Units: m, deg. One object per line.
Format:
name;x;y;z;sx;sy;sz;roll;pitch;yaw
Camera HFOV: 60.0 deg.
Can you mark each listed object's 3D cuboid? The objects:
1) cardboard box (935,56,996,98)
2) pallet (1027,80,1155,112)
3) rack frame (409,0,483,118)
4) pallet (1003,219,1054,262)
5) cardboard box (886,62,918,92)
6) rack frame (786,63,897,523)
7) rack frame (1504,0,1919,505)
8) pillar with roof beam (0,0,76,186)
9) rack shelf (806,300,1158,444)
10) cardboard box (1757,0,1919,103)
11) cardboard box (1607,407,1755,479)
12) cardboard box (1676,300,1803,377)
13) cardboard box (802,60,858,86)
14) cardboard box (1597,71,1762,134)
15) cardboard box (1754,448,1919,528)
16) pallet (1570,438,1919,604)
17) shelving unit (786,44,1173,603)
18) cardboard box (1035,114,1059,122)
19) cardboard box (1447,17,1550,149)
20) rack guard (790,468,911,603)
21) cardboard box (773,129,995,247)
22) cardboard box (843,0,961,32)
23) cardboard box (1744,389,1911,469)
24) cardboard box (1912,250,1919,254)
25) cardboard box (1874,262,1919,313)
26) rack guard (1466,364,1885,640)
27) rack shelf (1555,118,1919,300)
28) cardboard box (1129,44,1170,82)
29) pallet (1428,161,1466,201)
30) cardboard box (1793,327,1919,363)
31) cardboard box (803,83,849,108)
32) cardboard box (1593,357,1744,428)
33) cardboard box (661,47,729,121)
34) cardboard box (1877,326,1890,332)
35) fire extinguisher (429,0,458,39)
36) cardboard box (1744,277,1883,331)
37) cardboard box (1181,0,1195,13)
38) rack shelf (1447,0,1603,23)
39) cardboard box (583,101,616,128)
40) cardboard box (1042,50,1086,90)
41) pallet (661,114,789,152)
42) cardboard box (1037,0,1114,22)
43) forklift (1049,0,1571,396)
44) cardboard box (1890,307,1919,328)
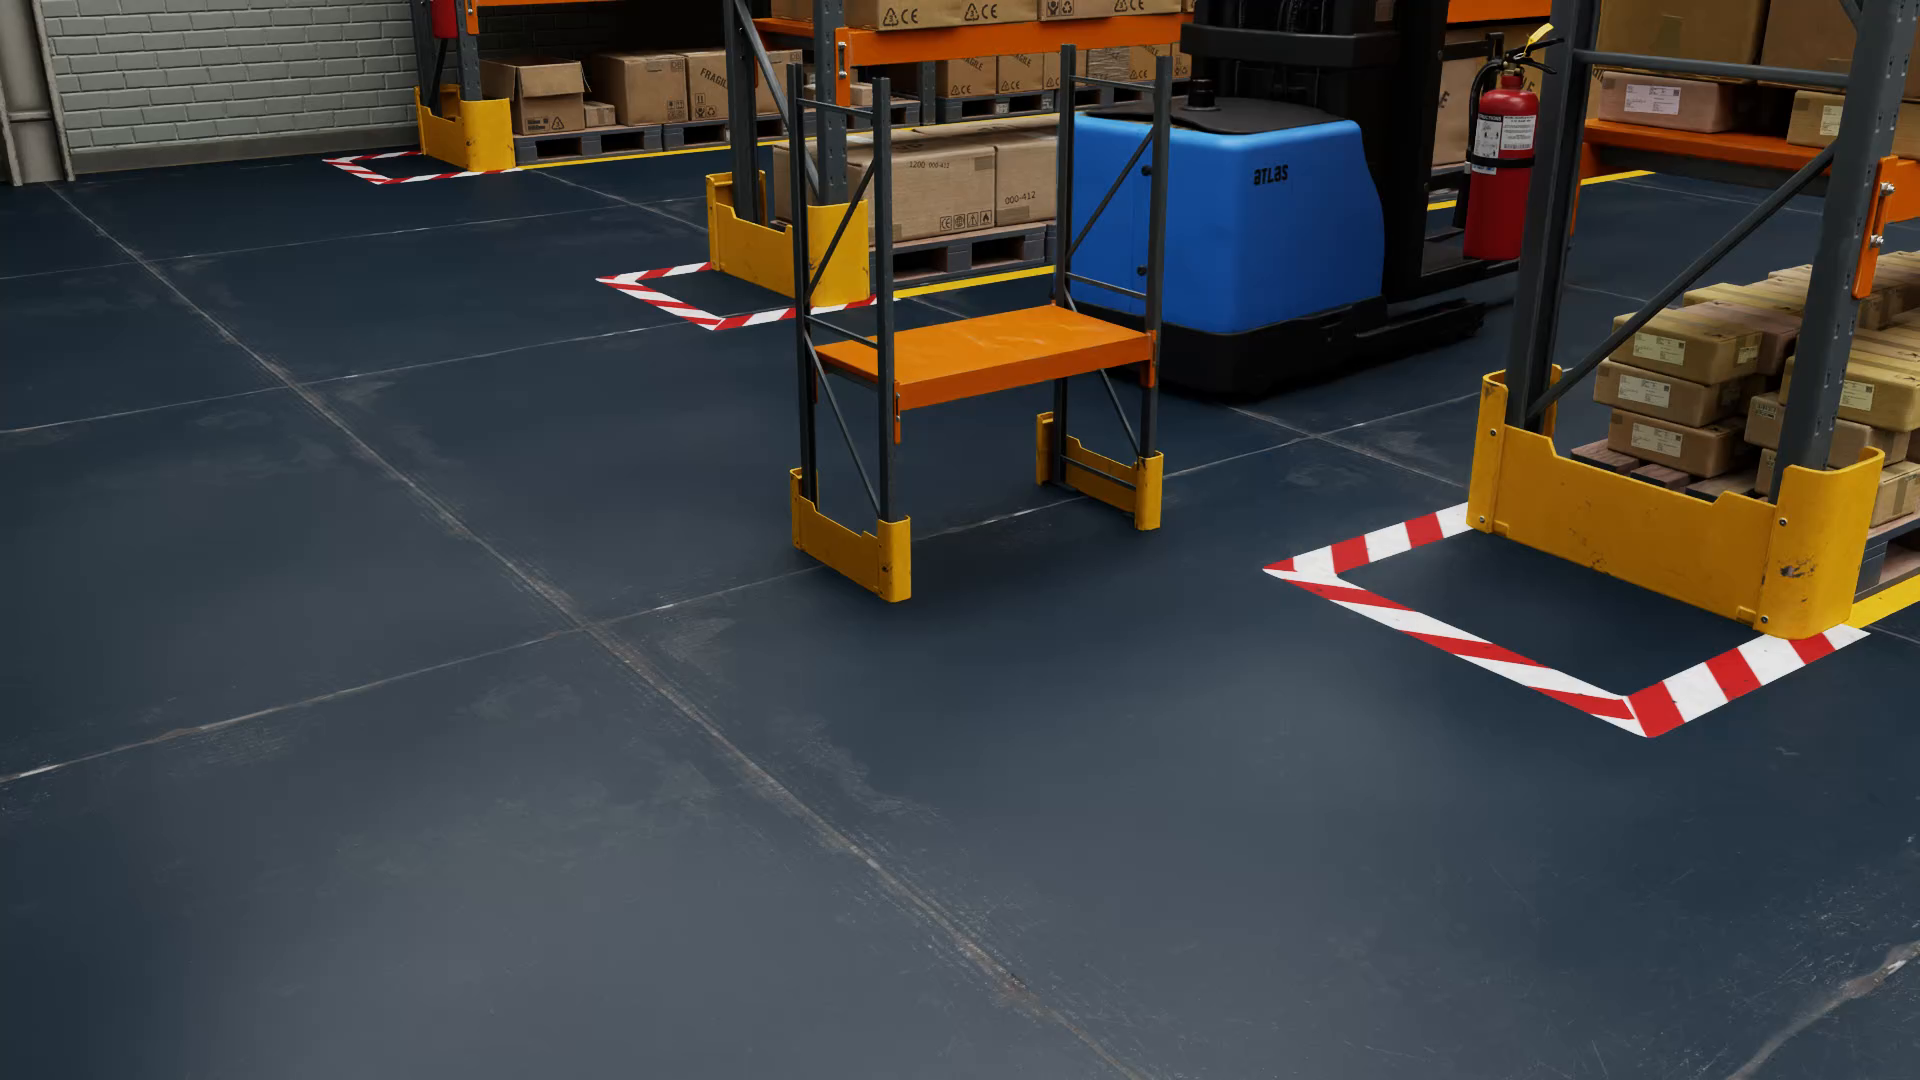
cardboard box;-0.027;-4.194;14.664;0.500;0.500;0.500;-14;25;-31
pallet;1.078;-4.280;15.838;1.213;0.211;1.003;-15;26;-33
rack frame;-3.798;-4.257;12.016;0.127;3.000;1.000;-15;26;-33
pallet;0.697;-1.928;9.944;1.213;0.211;1.003;-15;26;-33
cardboard box;-0.325;-4.352;15.061;0.500;0.500;0.500;-15;26;-33
rack frame;-0.343;-0.605;4.889;0.032;1.500;0.500;-15;26;-33
rack frame;2.077;-1.297;4.599;0.127;3.000;1.000;-15;26;-33
pillar with roof beam;-3.999;-5.435;6.876;0.400;9.000;9.100;-15;26;-33
rack shelf;0.069;-0.548;5.231;1.000;0.185;0.538;-15;26;-33
cardboard box;2.603;-1.495;4.561;0.500;0.500;0.500;-14;25;-30
cardboard box;2.383;-0.344;5.492;0.250;0.149;0.380;-14;26;-32
cardboard box;2.596;-0.672;5.510;0.250;0.149;0.380;-14;26;-32
cardboard box;-1.225;-3.997;14.426;0.500;0.311;0.500;-14;26;-31
cardboard box;2.177;-1.336;5.036;0.250;0.149;0.380;-15;26;-33
cardboard box;2.689;-0.185;5.092;0.250;0.149;0.380;-14;26;-32
pallet;2.819;-0.183;5.571;1.213;0.211;1.003;-15;26;-33
shelving unit;0.062;-0.713;5.160;1.083;1.500;0.587;-15;26;-33
cardboard box;1.052;-2.337;10.097;0.875;0.438;0.875;-16;27;-34
cardboard box;3.536;-3.194;11.654;0.875;0.875;0.875;-14;26;-31
rack guard;-0.342;-0.025;5.121;0.087;0.250;0.587;-15;26;-33
cardboard box;-0.419;-1.942;9.107;0.875;0.438;0.875;-16;27;-35
cardboard box;-0.339;-2.828;8.302;0.500;0.500;0.500;-15;26;-33
cardboard box;2.652;-0.342;5.085;0.250;0.149;0.380;-14;26;-31
cardboard box;3.863;-1.009;6.354;0.250;0.149;0.380;-16;27;-35
cardboard box;3.444;-0.902;6.086;0.250;0.149;0.380;-16;27;-35
rack guard;2.139;-0.152;5.103;0.348;0.500;1.175;-15;26;-33
rack shelf;3.701;-1.396;5.817;4.000;0.370;1.077;-15;26;-33
cardboard box;1.643;-4.647;15.800;0.500;0.500;0.500;-14;25;-31
pallet;2.933;-2.525;11.438;1.213;0.211;1.003;-15;26;-33
cardboard box;2.854;-0.551;5.208;0.250;0.149;0.380;-14;26;-32
cardboard box;-1.121;-3.761;13.898;0.258;0.266;0.396;-14;26;-31
cardboard box;2.339;-0.506;5.496;0.250;0.149;0.380;-16;27;-34
cardboard box;-2.042;-3.652;13.308;0.500;0.500;0.500;-14;26;-32
cardboard box;3.172;-0.735;6.070;0.250;0.149;0.380;-14;26;-32
fire extinguisher;-3.647;-3.877;11.672;0.183;0.674;0.296;-15;26;-33
cardboard box;2.980;-0.803;5.839;0.250;0.149;0.380;-16;27;-35
cardboard box;1.310;-3.273;9.416;0.500;0.500;0.500;-15;26;-34
rack shelf;3.975;-3.729;11.664;4.000;0.370;1.077;-15;26;-33
cardboard box;-2.878;-3.312;12.928;0.250;0.149;0.380;-16;27;-35
cardboard box;0.807;-4.418;15.228;0.500;0.500;0.500;-16;27;-34
pallet;-2.100;-3.413;13.666;1.213;0.211;1.003;-15;26;-33
cardboard box;0.479;-3.051;8.859;0.500;0.500;0.500;-15;26;-33
forklift;1.822;-2.391;7.434;3.031;2.935;1.130;-19;28;-39
cardboard box;3.287;-0.646;5.445;0.250;0.149;0.380;-16;27;-35
